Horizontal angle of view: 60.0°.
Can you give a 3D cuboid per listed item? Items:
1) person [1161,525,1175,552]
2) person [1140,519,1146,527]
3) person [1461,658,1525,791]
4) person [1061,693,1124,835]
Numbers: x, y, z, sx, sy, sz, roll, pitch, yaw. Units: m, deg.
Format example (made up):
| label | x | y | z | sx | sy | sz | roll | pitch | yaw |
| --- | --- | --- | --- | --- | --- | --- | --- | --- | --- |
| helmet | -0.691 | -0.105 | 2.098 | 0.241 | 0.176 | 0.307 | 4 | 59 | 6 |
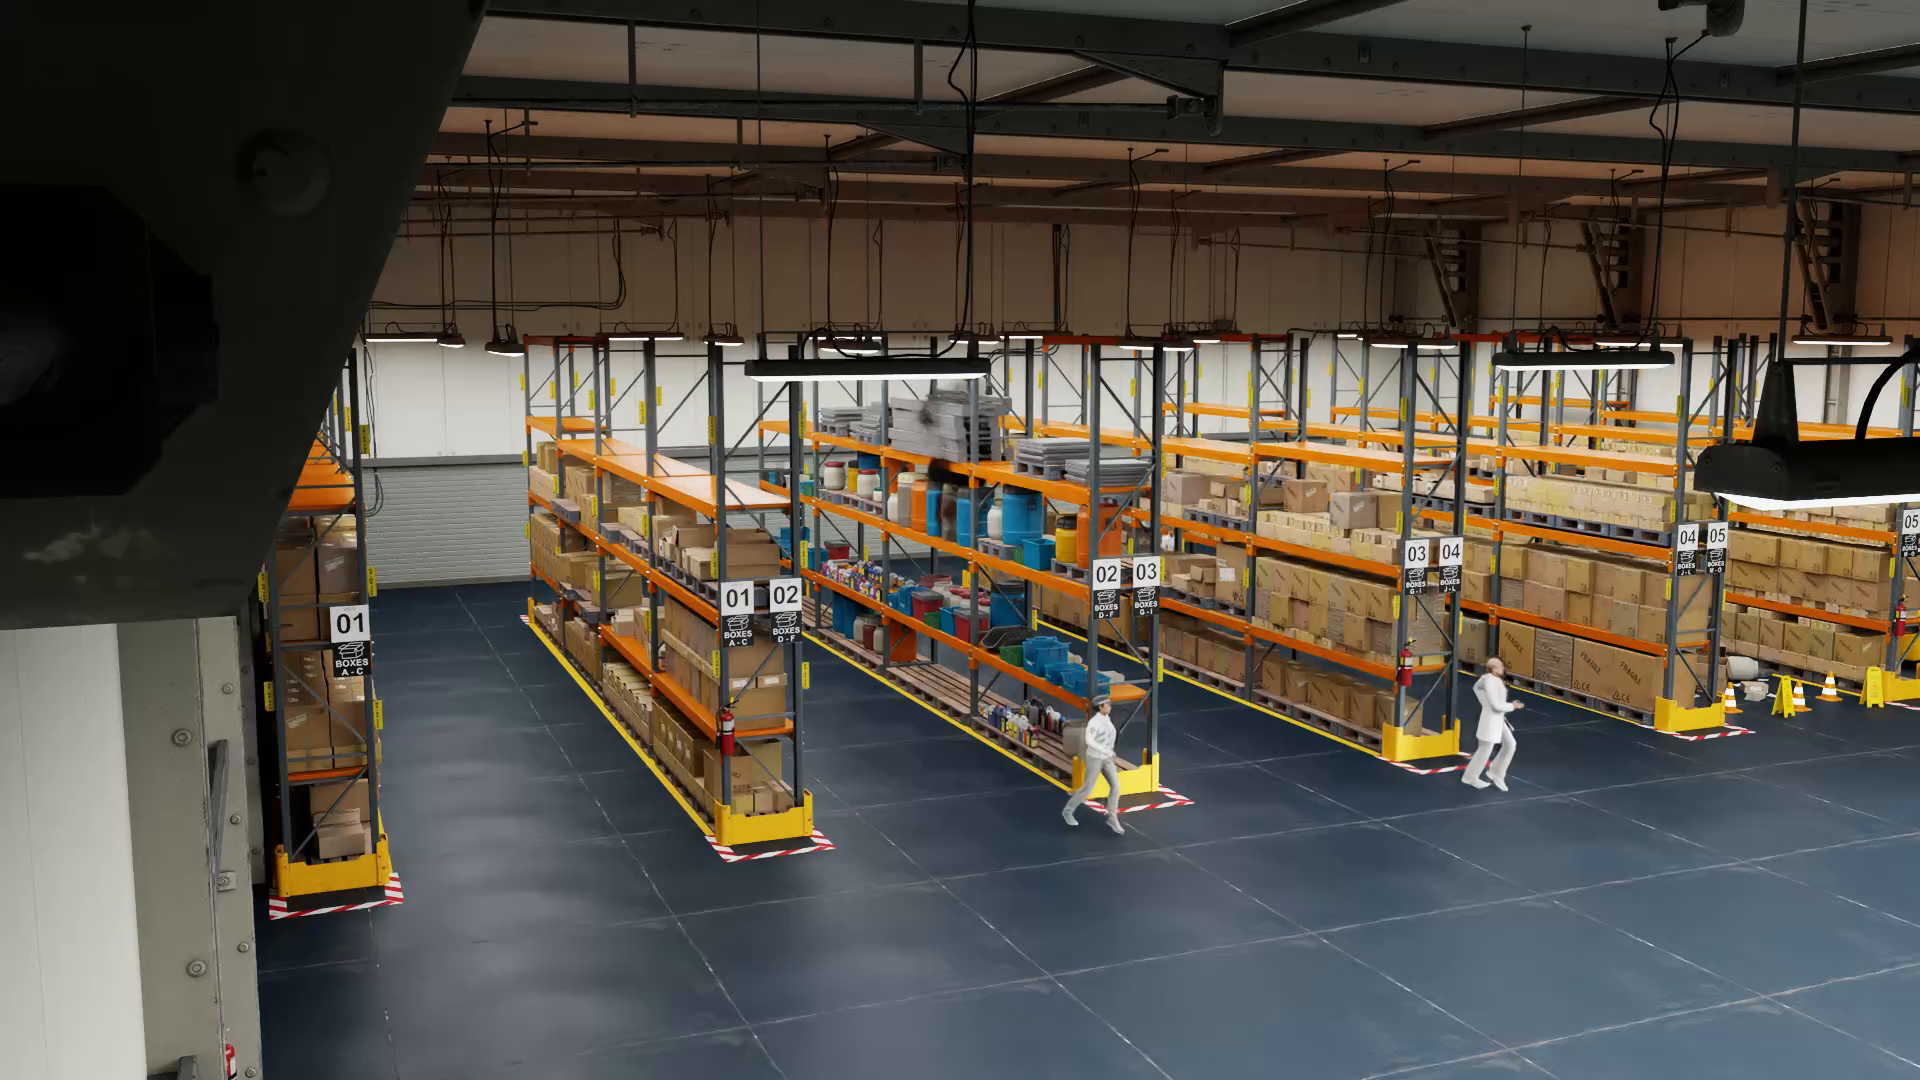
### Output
| label | x | y | z | sx | sy | sz | roll | pitch | yaw |
| --- | --- | --- | --- | --- | --- | --- | --- | --- | --- |
| person | 4.717 | 0.503 | 37.267 | 0.672 | 1.821 | 0.980 | -2 | 8 | -17 |
| person | 4.440 | 0.030 | 41.519 | 0.655 | 1.618 | 0.741 | -5 | 9 | -31 |
| person | 7.192 | 2.512 | 22.400 | 0.775 | 1.783 | 0.705 | 3 | 8 | 24 |
| person | 1.754 | 2.756 | 20.756 | 0.828 | 1.705 | 0.678 | 5 | 9 | 34 |
